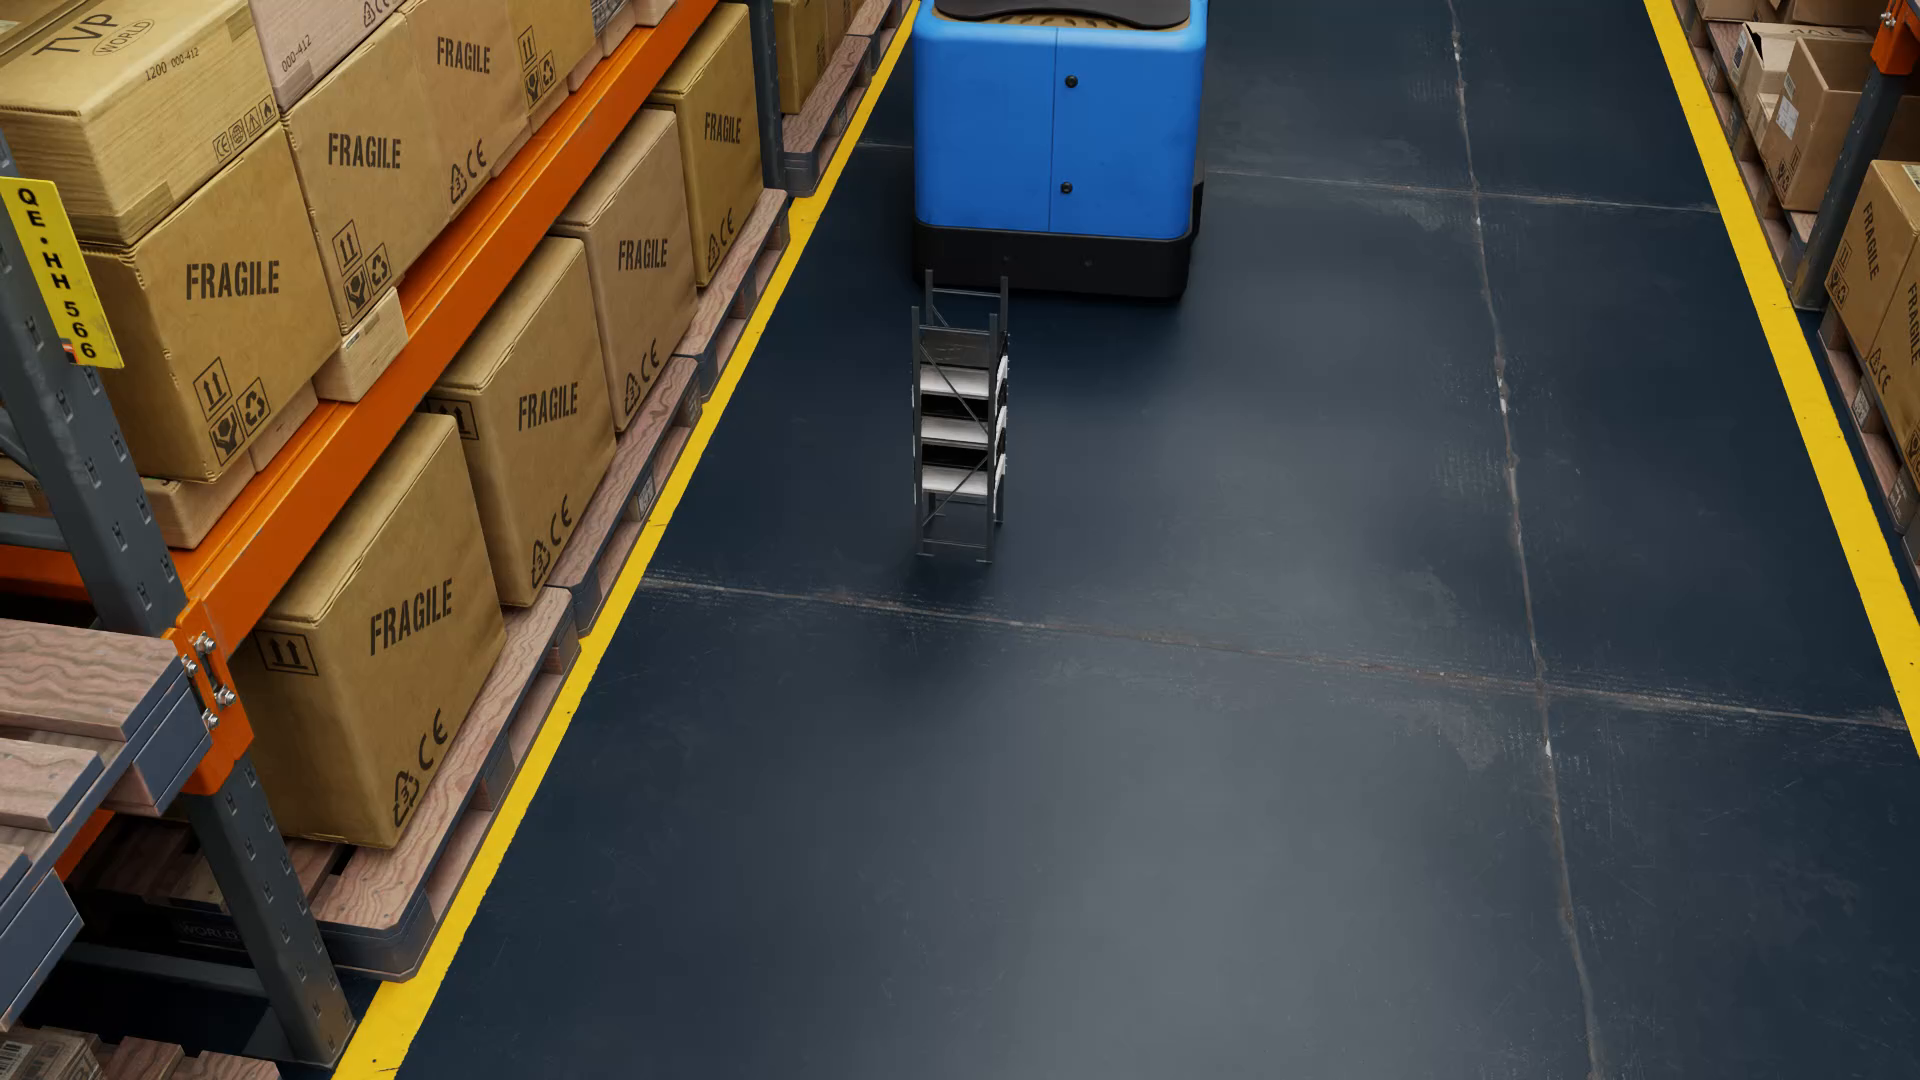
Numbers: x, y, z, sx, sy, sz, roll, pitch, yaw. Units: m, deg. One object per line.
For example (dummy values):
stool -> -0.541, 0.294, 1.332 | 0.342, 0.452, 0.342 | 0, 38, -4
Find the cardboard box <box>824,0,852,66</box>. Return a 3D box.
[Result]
cardboard box -> -0.896, -2.522, 7.579 | 0.700, 0.500, 0.500 | 6, 40, 7

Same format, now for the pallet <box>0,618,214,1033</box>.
pallet -> -1.927, 0.492, 2.451 | 1.213, 0.211, 1.003 | 6, 40, 8

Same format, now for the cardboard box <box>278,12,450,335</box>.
cardboard box -> -1.473, -0.806, 3.543 | 0.500, 0.500, 0.500 | 8, 40, 9

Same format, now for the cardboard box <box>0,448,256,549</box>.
cardboard box -> -1.623, -0.133, 3.238 | 0.380, 0.149, 0.250 | 6, 40, 7

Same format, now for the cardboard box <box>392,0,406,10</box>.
cardboard box -> -1.401, -1.399, 3.671 | 0.500, 0.250, 0.500 | 7, 40, 8

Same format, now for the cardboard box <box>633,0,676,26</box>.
cardboard box -> -1.093, -1.728, 5.167 | 0.380, 0.149, 0.250 | 6, 40, 8

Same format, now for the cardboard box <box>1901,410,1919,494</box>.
cardboard box -> 3.164, -0.288, 4.860 | 0.500, 0.500, 0.500 | 7, 40, 8

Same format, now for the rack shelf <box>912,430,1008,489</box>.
rack shelf -> 0.001, -0.257, 5.048 | 0.258, 0.077, 0.200 | 6, 40, 8

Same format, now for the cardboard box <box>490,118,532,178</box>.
cardboard box -> -1.369, -1.096, 4.404 | 0.380, 0.149, 0.250 | 7, 40, 8

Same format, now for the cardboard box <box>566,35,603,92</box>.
cardboard box -> -1.259, -1.426, 4.802 | 0.380, 0.149, 0.250 | 5, 40, 6

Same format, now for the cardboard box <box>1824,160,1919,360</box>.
cardboard box -> 3.340, -0.937, 5.645 | 0.500, 0.500, 0.500 | 5, 40, 6

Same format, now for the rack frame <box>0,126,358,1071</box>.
rack frame -> -1.909, -0.041, 2.945 | 1.000, 3.000, 0.127 | 6, 40, 8

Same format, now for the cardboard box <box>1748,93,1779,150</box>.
cardboard box -> 3.488, -1.709, 6.855 | 0.380, 0.149, 0.250 | 6, 40, 8

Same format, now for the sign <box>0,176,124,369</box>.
sign -> -1.372, -0.402, 2.536 | 0.100, 0.325, 0.005 | 6, 40, 8

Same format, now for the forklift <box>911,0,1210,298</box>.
forklift -> 0.511, -2.972, 6.545 | 1.130, 2.935, 3.031 | 4, 40, 5

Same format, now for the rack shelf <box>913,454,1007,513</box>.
rack shelf -> 0.001, -0.187, 5.105 | 0.258, 0.077, 0.200 | 6, 40, 8

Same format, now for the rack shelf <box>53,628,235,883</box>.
rack shelf -> -2.255, 1.492, 1.656 | 1.077, 0.370, 4.000 | 6, 40, 8

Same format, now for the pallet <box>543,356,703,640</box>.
pallet -> -1.484, -0.216, 5.345 | 1.003, 0.211, 1.213 | 6, 40, 8

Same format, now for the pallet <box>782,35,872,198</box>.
pallet -> -1.008, -1.945, 7.437 | 1.003, 0.211, 1.213 | 6, 40, 8

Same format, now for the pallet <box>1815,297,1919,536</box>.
pallet -> 3.560, -0.418, 5.590 | 1.003, 0.211, 1.213 | 6, 40, 8

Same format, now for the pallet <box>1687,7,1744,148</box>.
pallet -> 3.992, -2.131, 7.662 | 1.003, 0.211, 1.213 | 6, 40, 8

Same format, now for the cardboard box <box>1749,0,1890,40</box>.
cardboard box -> 3.983, -2.394, 7.406 | 0.797, 0.503, 0.637 | 6, 40, 8

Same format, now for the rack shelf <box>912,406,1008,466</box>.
rack shelf -> 0.001, -0.326, 4.991 | 0.258, 0.077, 0.200 | 6, 40, 8

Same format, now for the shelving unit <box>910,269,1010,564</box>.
shelving unit -> 0.001, -0.352, 4.969 | 0.258, 0.900, 0.210 | 6, 40, 8

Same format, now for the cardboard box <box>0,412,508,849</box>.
cardboard box -> -1.652, 0.179, 4.037 | 0.750, 0.750, 0.750 | 6, 40, 7

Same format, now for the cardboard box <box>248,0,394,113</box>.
cardboard box -> -1.484, -1.084, 3.291 | 0.500, 0.250, 0.500 | 6, 40, 7

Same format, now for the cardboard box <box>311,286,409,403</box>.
cardboard box -> -1.442, -0.447, 3.618 | 0.380, 0.149, 0.250 | 8, 40, 9

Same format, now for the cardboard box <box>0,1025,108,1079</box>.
cardboard box -> -1.982, 1.211, 3.048 | 0.700, 0.500, 0.500 | 7, 40, 8

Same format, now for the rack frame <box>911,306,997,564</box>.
rack frame -> -0.016, -0.288, 4.892 | 0.240, 0.900, 0.006 | 6, 40, 8

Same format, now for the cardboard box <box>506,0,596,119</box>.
cardboard box -> -1.303, -1.445, 4.316 | 0.500, 0.500, 0.500 | 7, 40, 9

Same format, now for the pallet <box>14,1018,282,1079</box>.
pallet -> -2.045, 1.524, 3.241 | 1.003, 0.211, 1.213 | 6, 40, 8

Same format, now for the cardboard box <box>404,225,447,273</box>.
cardboard box -> -1.483, -0.782, 4.024 | 0.380, 0.149, 0.250 | 7, 40, 9

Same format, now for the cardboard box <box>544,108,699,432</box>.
cardboard box -> -1.352, -0.904, 5.347 | 0.750, 0.750, 0.750 | 8, 40, 9

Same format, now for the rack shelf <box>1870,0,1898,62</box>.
rack shelf -> 4.009, -2.985, 7.071 | 1.077, 0.370, 4.000 | 6, 40, 8
